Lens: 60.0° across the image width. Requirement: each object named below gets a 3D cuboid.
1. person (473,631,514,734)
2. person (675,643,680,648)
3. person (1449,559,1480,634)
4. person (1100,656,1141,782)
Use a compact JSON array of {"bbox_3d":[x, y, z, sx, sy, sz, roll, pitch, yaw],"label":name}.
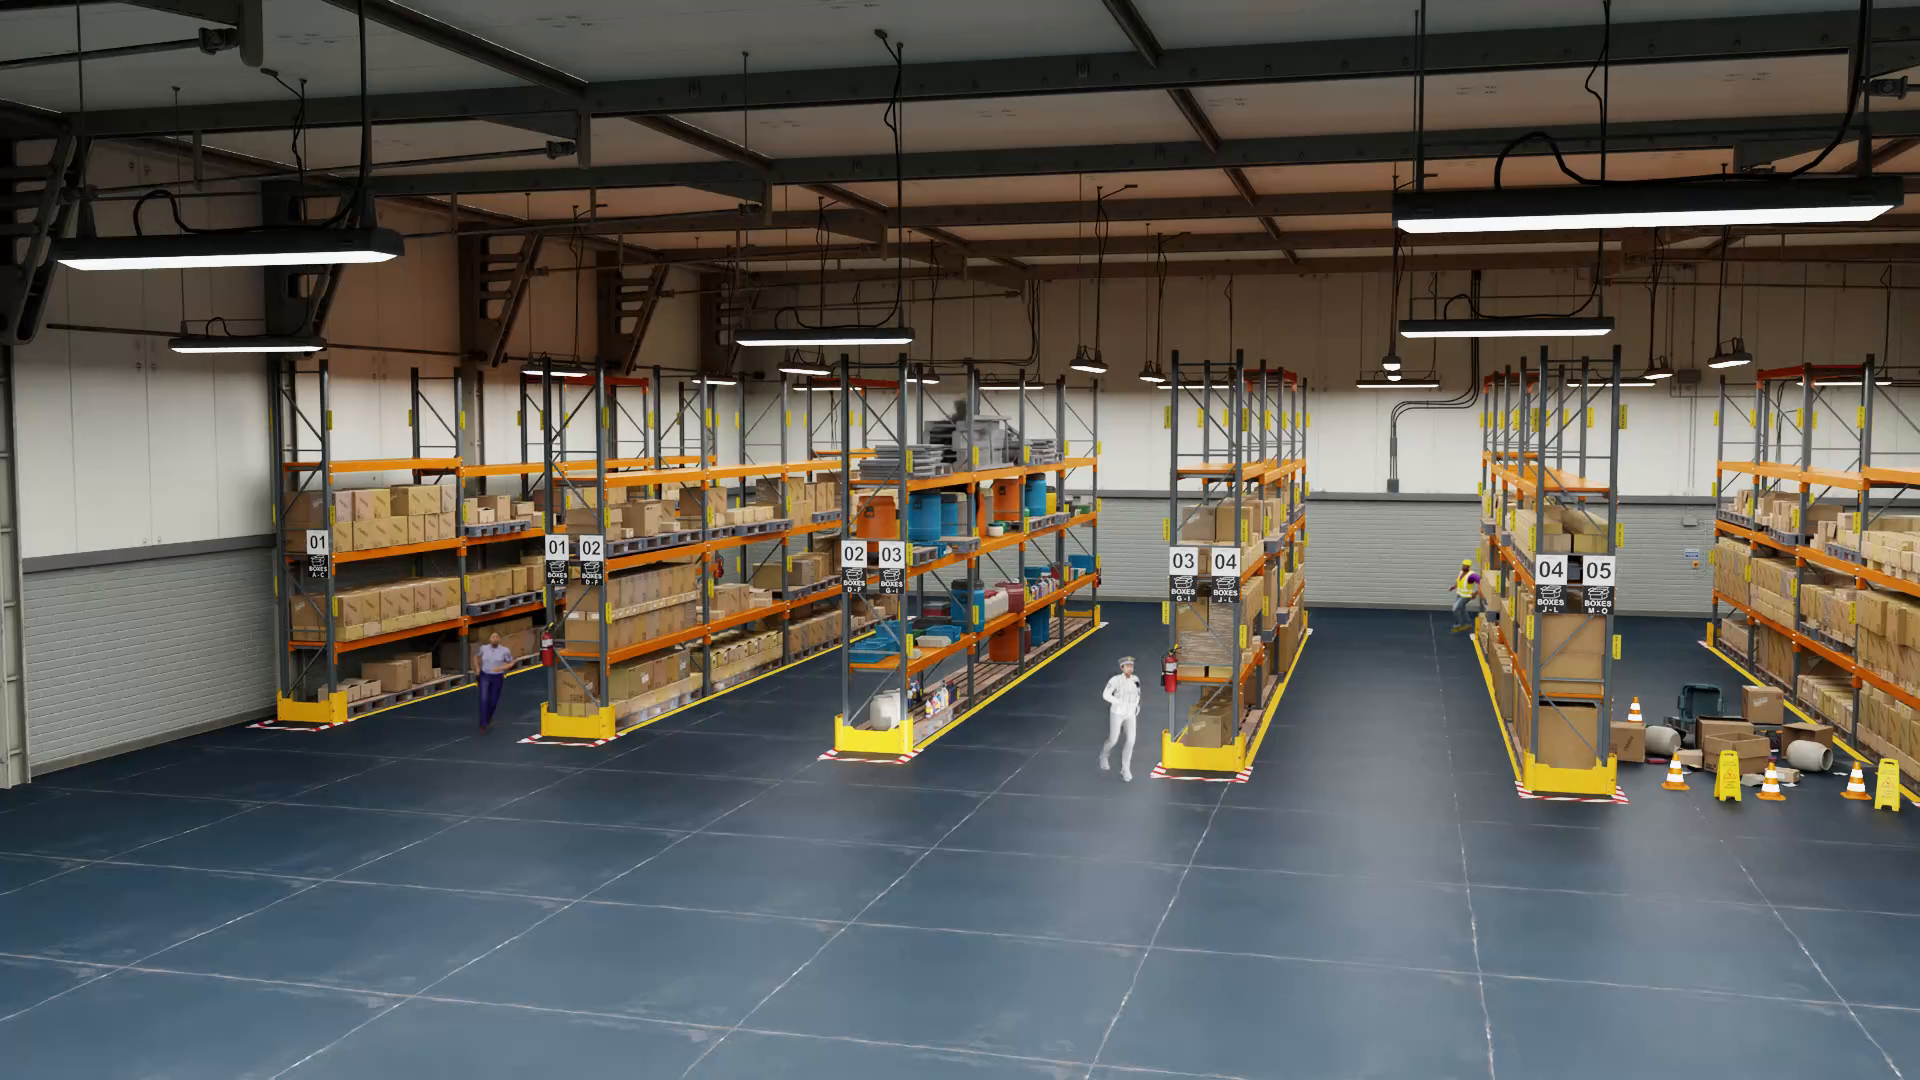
[{"bbox_3d":[-7.555,2.267,26.946,0.641,1.613,0.679,-1,4,-12],"label":"person"},{"bbox_3d":[-6.184,1.570,35.595,0.638,1.826,0.730,1,4,13],"label":"person"},{"bbox_3d":[11.857,1.337,39.052,0.684,1.783,0.762,-1,4,-15],"label":"person"},{"bbox_3d":[2.303,2.474,23.422,0.642,1.713,0.852,-1,4,-17],"label":"person"}]
